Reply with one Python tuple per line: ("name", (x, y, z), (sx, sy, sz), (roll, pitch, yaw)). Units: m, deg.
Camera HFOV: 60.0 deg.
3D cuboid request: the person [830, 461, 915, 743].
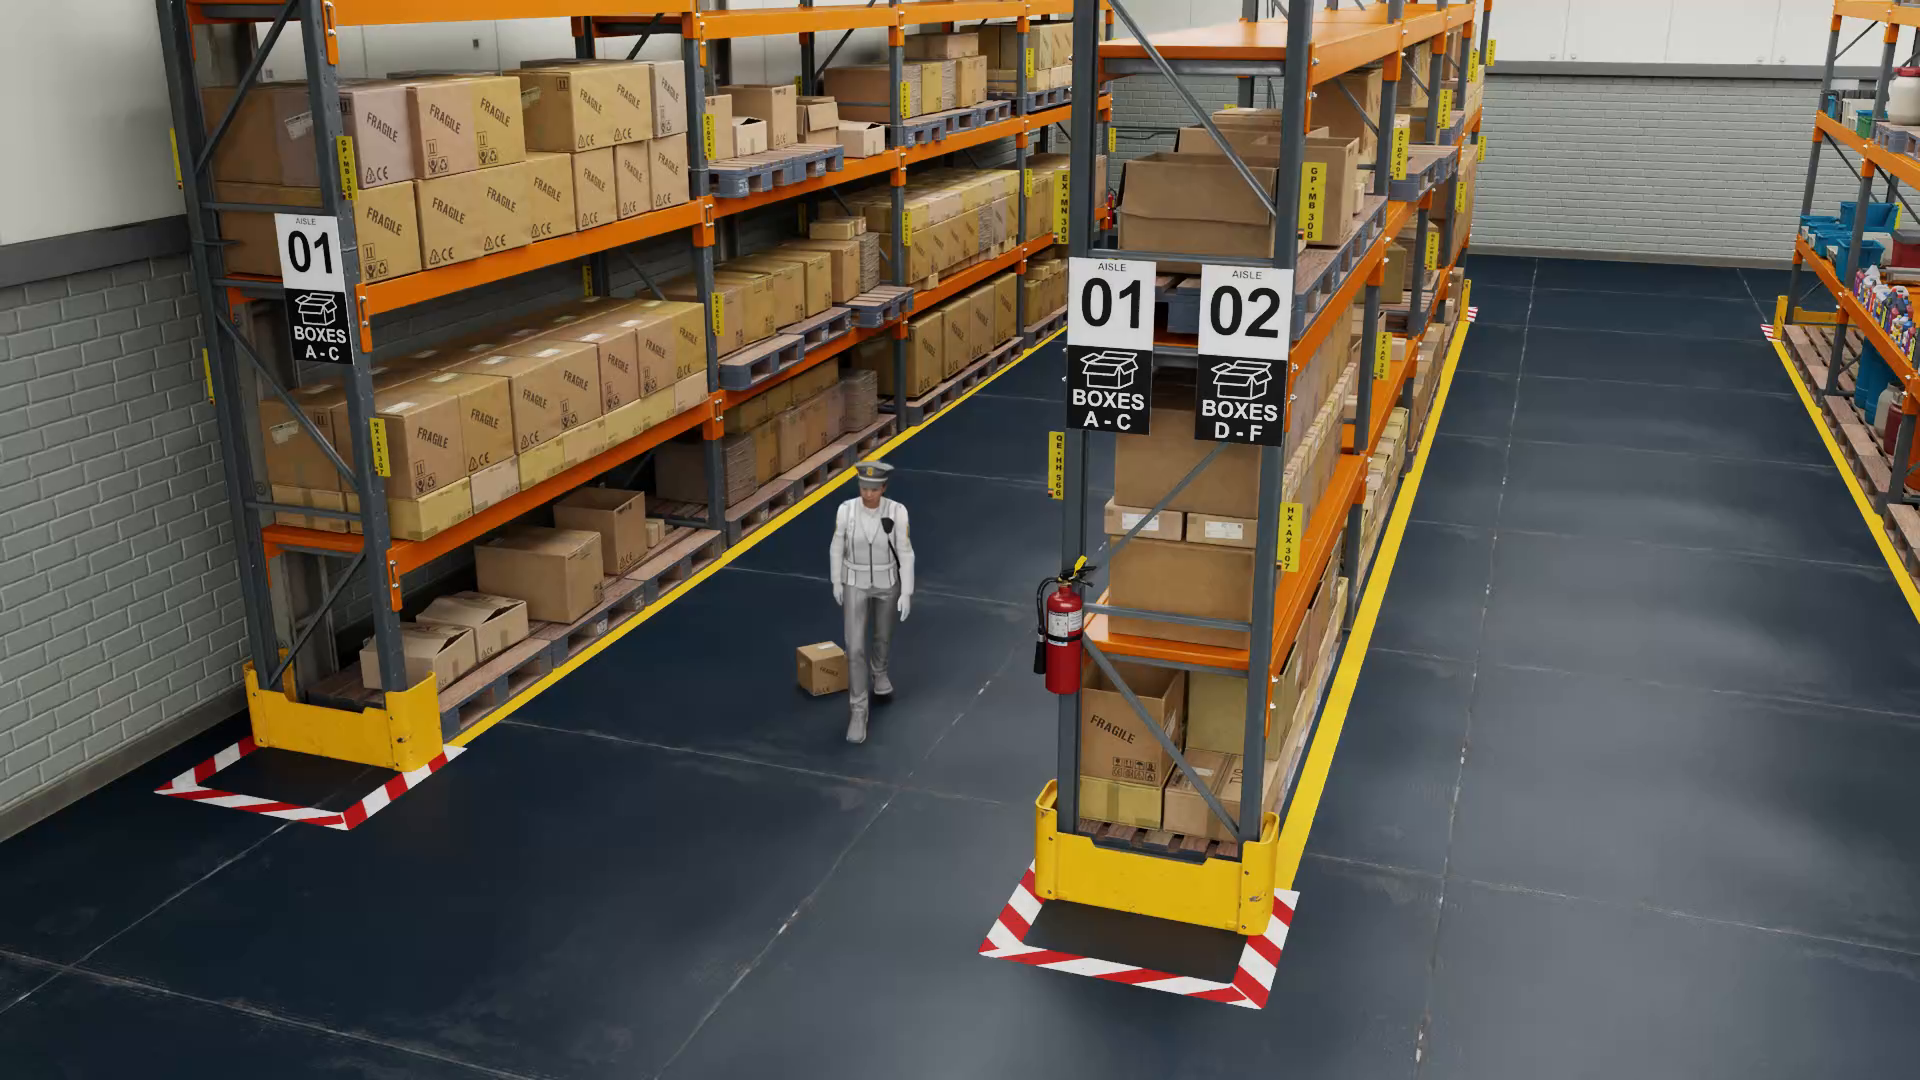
("person", (-0.532, 0.309, 10.176), (0.511, 1.680, 0.854), (-2, 19, -5))
